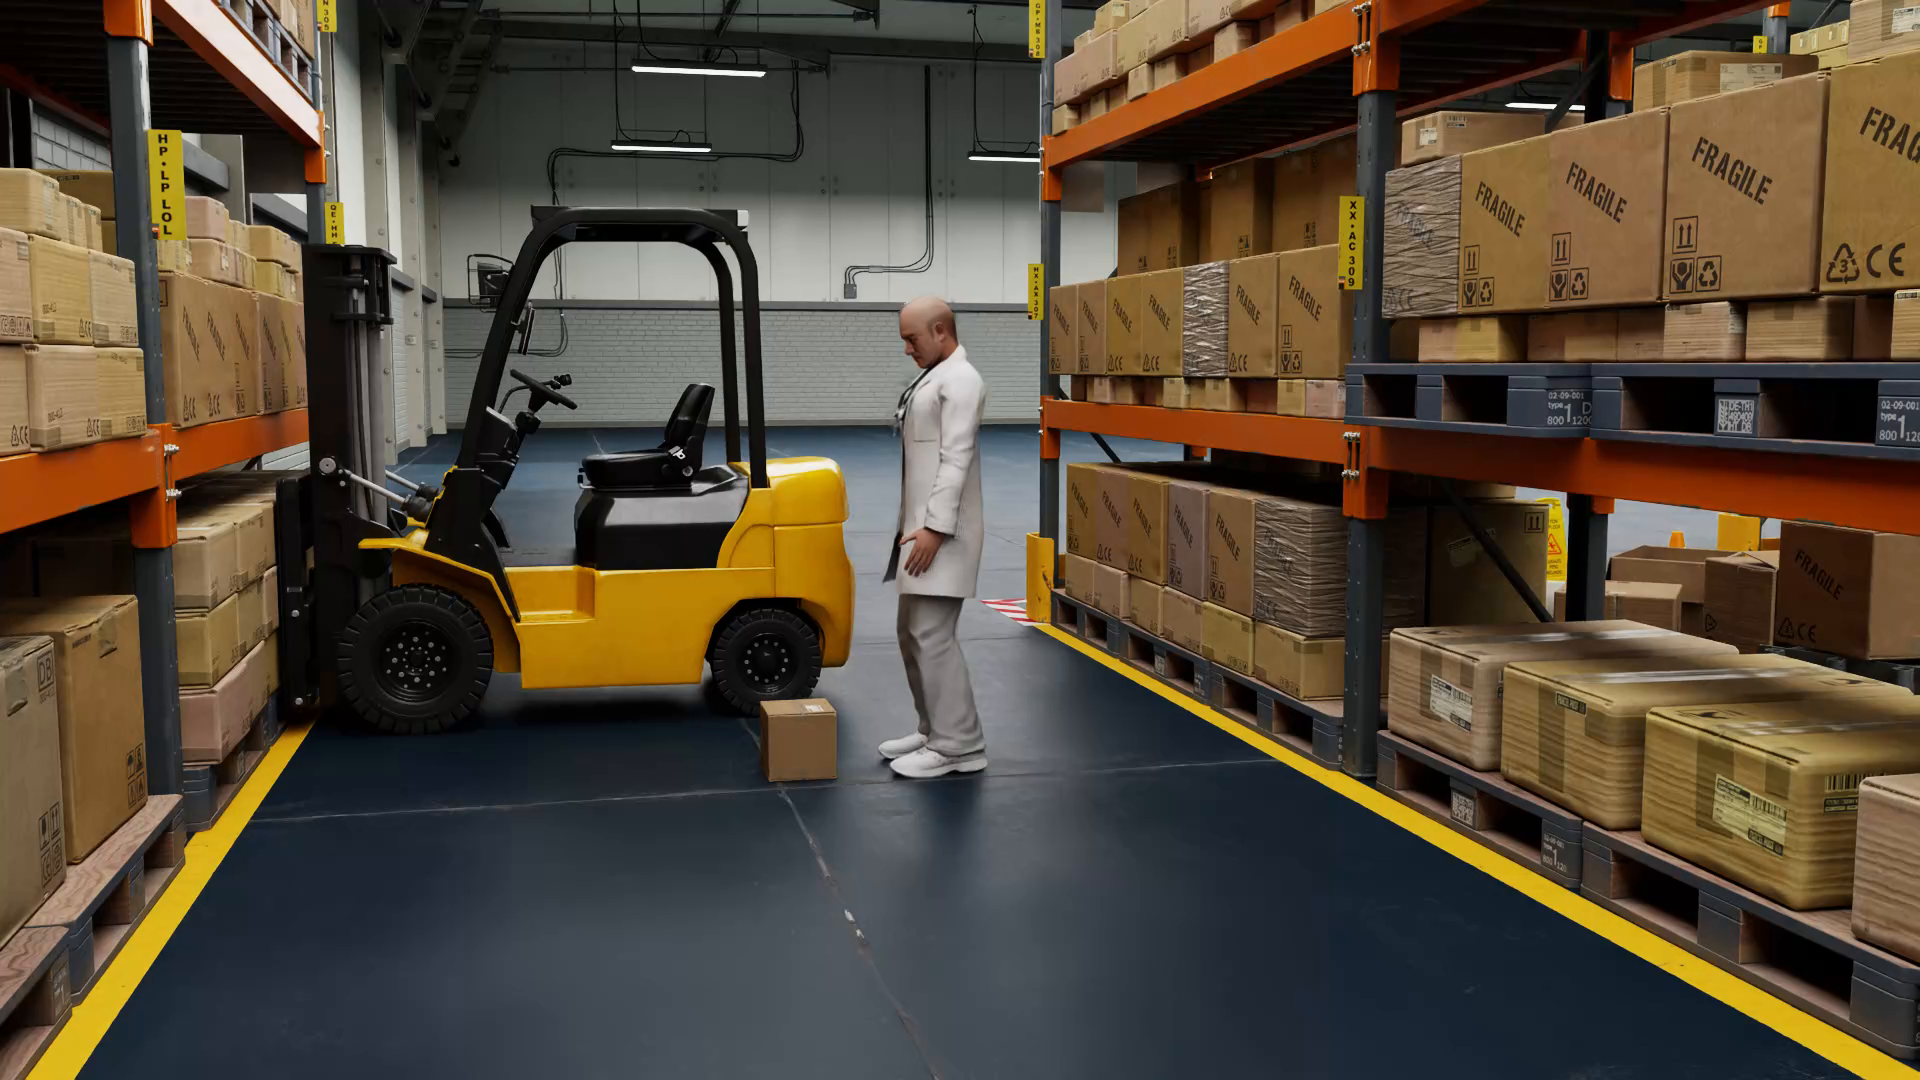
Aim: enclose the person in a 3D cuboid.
[{"bbox_3d":[-0.096,-0.018,6.176,0.381,1.761,0.569,-1,6,-13],"label":"person"}]
